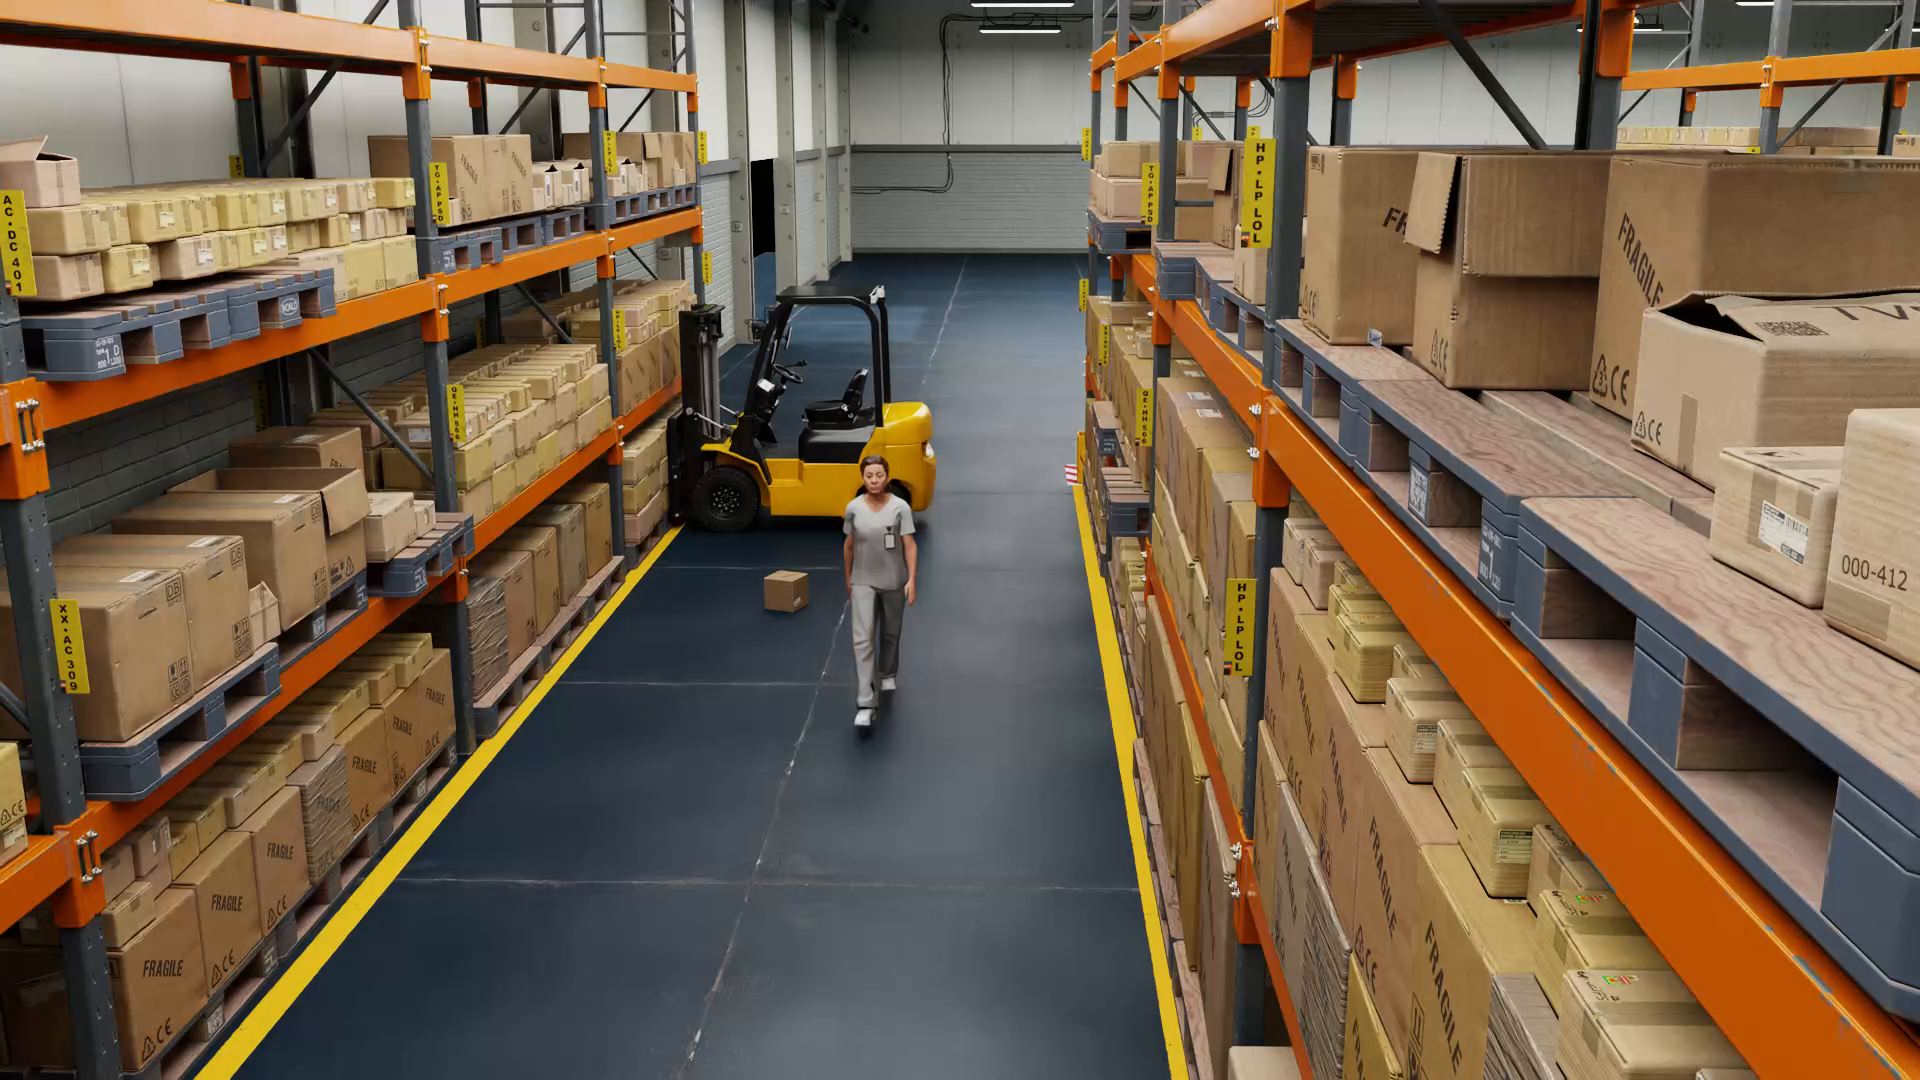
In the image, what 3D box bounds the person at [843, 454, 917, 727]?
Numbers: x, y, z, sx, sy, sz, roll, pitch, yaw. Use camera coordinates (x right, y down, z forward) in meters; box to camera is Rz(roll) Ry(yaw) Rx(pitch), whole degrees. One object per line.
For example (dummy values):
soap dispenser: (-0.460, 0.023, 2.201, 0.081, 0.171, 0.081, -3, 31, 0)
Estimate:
person: (-0.494, 0.274, 10.356, 0.459, 1.604, 1.029, -1, 14, -4)
